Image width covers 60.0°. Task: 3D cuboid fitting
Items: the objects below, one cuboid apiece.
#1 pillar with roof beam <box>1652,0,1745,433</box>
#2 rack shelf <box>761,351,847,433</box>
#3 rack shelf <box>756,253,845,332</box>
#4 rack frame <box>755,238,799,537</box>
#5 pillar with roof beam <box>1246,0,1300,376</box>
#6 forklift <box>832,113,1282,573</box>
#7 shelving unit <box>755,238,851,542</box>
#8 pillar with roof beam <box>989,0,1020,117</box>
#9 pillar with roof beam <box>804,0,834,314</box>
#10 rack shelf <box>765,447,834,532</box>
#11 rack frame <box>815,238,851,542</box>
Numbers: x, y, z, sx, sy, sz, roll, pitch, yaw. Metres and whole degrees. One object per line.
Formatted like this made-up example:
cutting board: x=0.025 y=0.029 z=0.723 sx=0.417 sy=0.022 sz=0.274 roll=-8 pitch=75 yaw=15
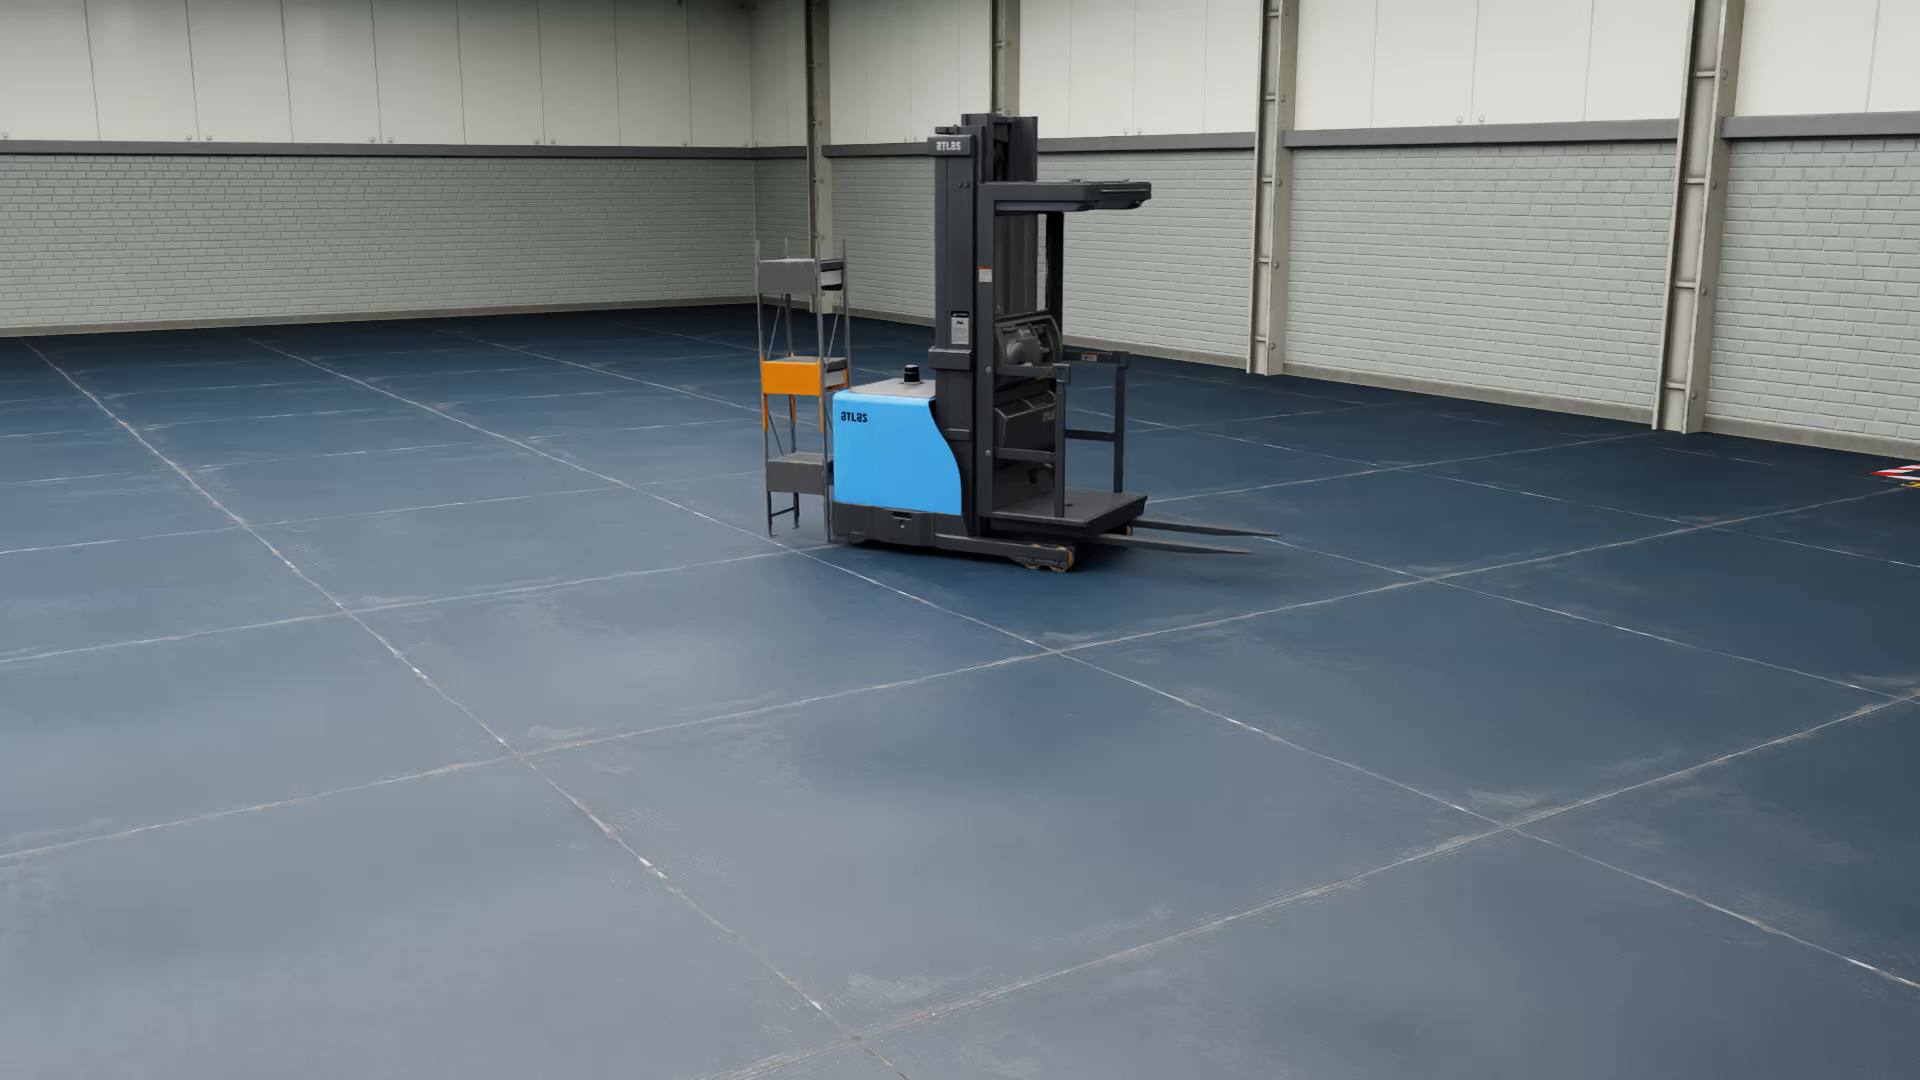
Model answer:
pillar with roof beam: x=3.759 y=-5.014 z=13.724 sx=9.100 sy=9.000 sz=0.400 roll=-8 pitch=15 yaw=-33
rack shelf: x=-1.089 y=-1.056 z=11.813 sx=0.480 sy=0.518 sz=0.431 roll=5 pitch=13 yaw=26
rack shelf: x=-1.102 y=-1.740 z=11.667 sx=0.480 sy=0.518 sz=0.431 roll=5 pitch=13 yaw=26
rack frame: x=-1.308 y=-1.088 z=11.916 sx=0.015 sy=2.100 sz=0.400 roll=5 pitch=13 yaw=26
pillar with roof beam: x=0.435 y=-6.081 z=18.604 sx=9.100 sy=9.000 sz=0.400 roll=-8 pitch=15 yaw=-33
forklift: x=0.646 y=-1.347 z=11.163 sx=3.031 sy=2.935 sz=1.130 roll=6 pitch=14 yaw=27
shelving unit: x=-1.090 y=-1.069 z=11.810 sx=0.503 sy=2.100 sz=0.431 roll=5 pitch=13 yaw=26
pillar with roof beam: x=-2.889 y=-7.148 z=23.484 sx=9.100 sy=9.000 sz=0.400 roll=-8 pitch=15 yaw=-33
pillar with roof beam: x=-6.214 y=-8.215 z=28.363 sx=9.100 sy=9.000 sz=0.400 roll=-8 pitch=15 yaw=-33
rack shelf: x=-1.076 y=-0.371 z=11.959 sx=0.480 sy=0.518 sz=0.431 roll=5 pitch=13 yaw=26
rack frame: x=-0.871 y=-1.051 z=11.704 sx=0.015 sy=2.100 sz=0.400 roll=5 pitch=13 yaw=26
